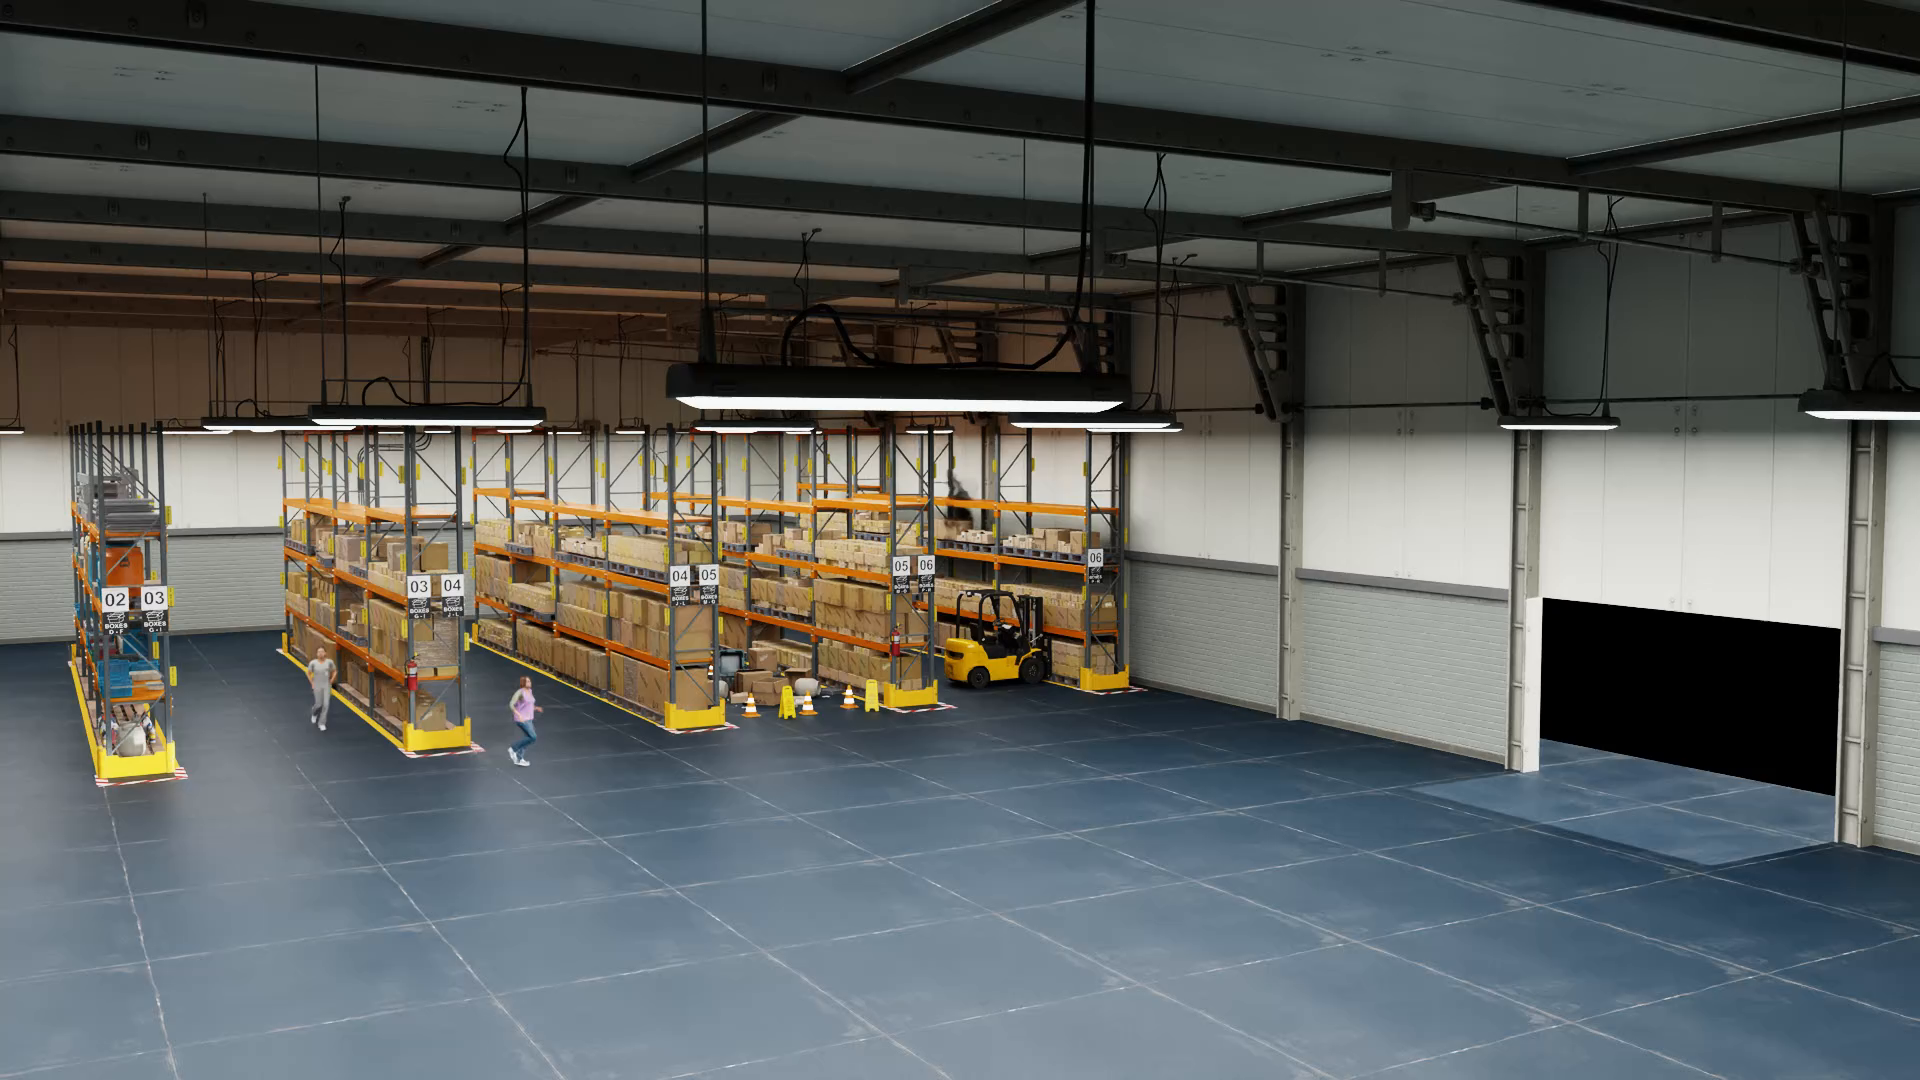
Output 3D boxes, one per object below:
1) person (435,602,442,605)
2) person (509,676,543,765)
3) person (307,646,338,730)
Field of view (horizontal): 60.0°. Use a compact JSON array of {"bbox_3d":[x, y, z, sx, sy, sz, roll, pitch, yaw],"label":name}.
[{"bbox_3d":[-14.087,2.045,44.888,0.675,1.734,0.716,-2,4,-30],"label":"person"},{"bbox_3d":[-7.555,3.151,29.038,0.511,1.568,0.523,1,4,10],"label":"person"},{"bbox_3d":[-12.522,2.896,32.674,0.561,1.639,0.609,-2,4,-27],"label":"person"}]
